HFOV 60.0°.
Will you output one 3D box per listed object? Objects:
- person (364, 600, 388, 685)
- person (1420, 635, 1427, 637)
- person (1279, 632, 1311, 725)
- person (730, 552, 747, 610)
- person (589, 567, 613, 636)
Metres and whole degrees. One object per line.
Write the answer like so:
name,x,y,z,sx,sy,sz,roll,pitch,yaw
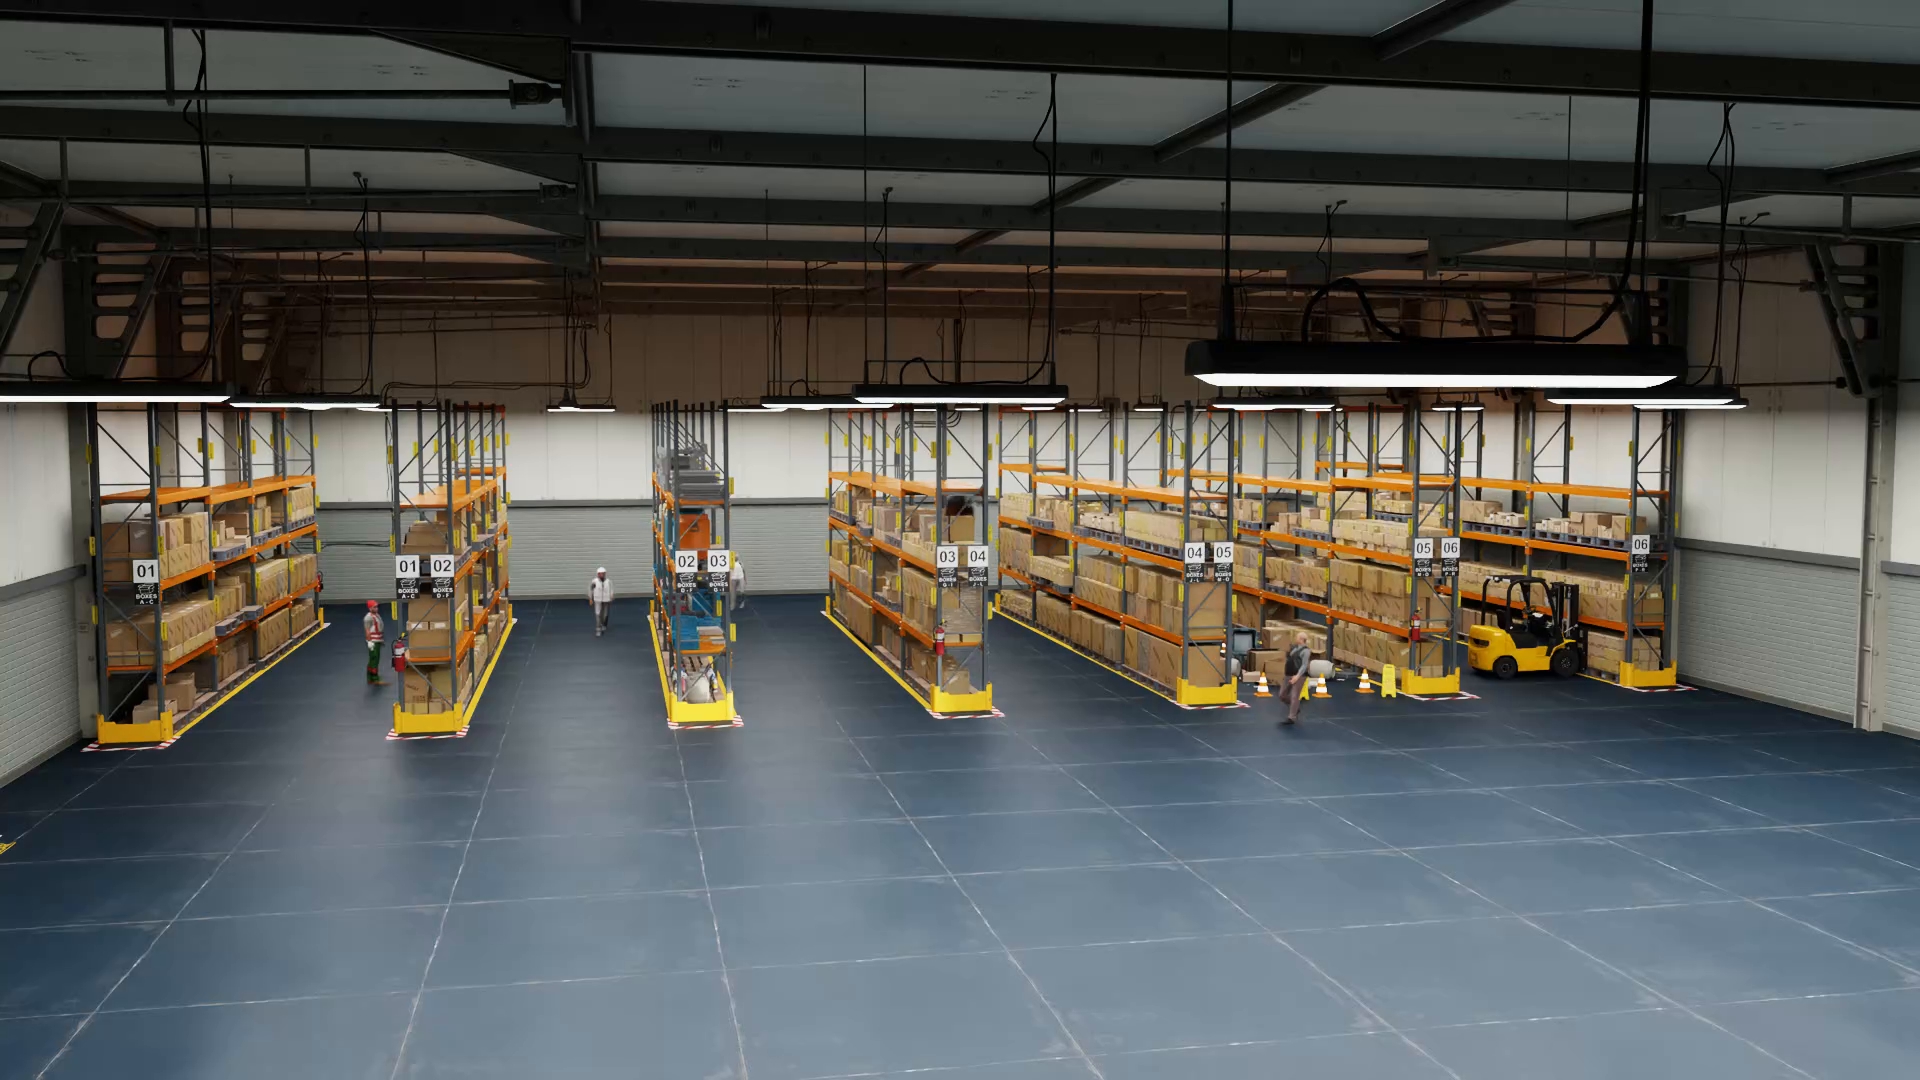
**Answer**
person,-12.388,2.166,35.311,0.447,1.796,0.580,-1,4,-10
person,10.692,1.999,38.490,0.363,1.676,0.505,1,4,14
person,6.153,2.552,30.771,0.628,1.697,0.601,-4,6,-40
person,-6.560,1.197,49.006,0.536,1.676,0.498,-1,4,-7
person,-9.376,1.604,43.421,0.631,1.776,0.940,-1,4,-12
